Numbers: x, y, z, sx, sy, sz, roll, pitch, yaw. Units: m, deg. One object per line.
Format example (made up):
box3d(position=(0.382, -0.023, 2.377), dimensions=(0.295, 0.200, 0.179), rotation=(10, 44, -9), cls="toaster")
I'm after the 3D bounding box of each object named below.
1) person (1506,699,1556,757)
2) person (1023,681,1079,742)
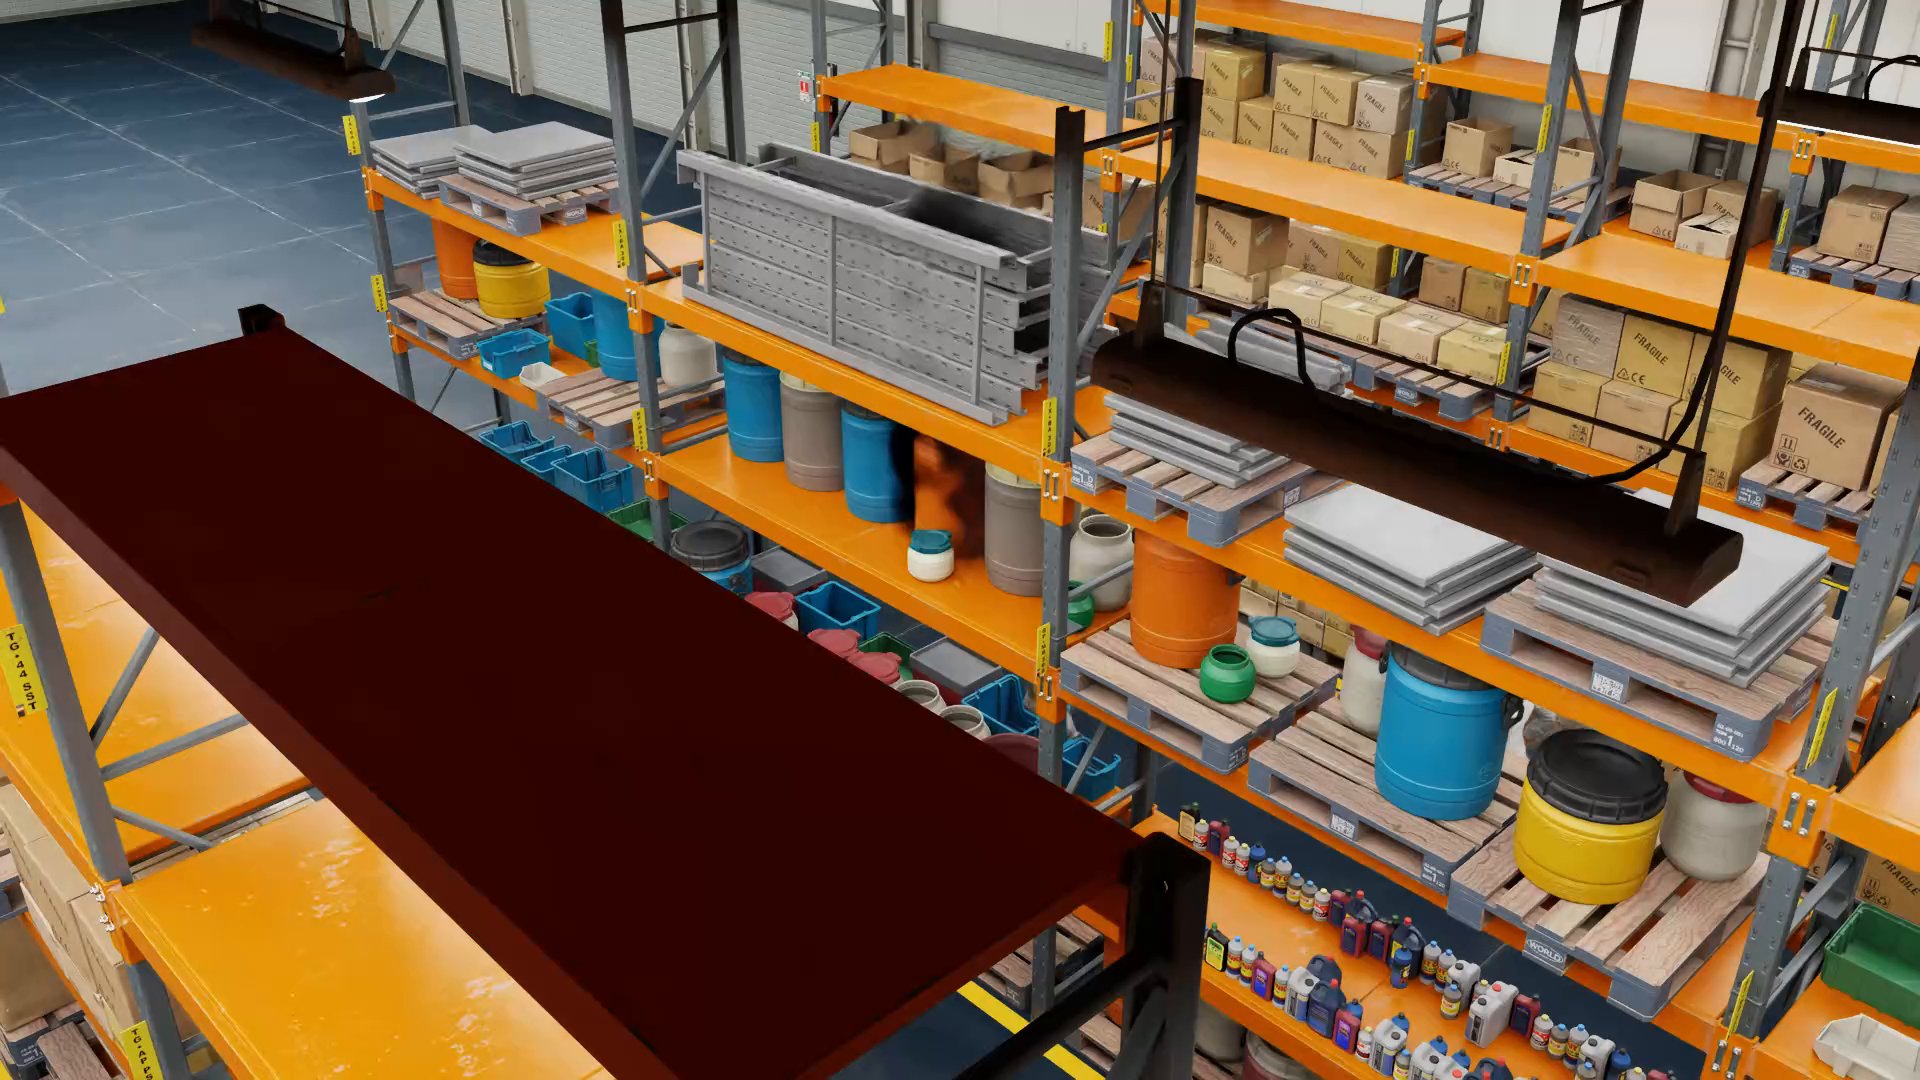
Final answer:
box3d(position=(3.683, 1.586, 11.471), dimensions=(0.920, 1.847, 0.625), rotation=(24, 36, 37), cls="person")
box3d(position=(0.670, 0.755, 12.998), dimensions=(0.673, 1.819, 0.883), rotation=(-25, 37, -38), cls="person")
